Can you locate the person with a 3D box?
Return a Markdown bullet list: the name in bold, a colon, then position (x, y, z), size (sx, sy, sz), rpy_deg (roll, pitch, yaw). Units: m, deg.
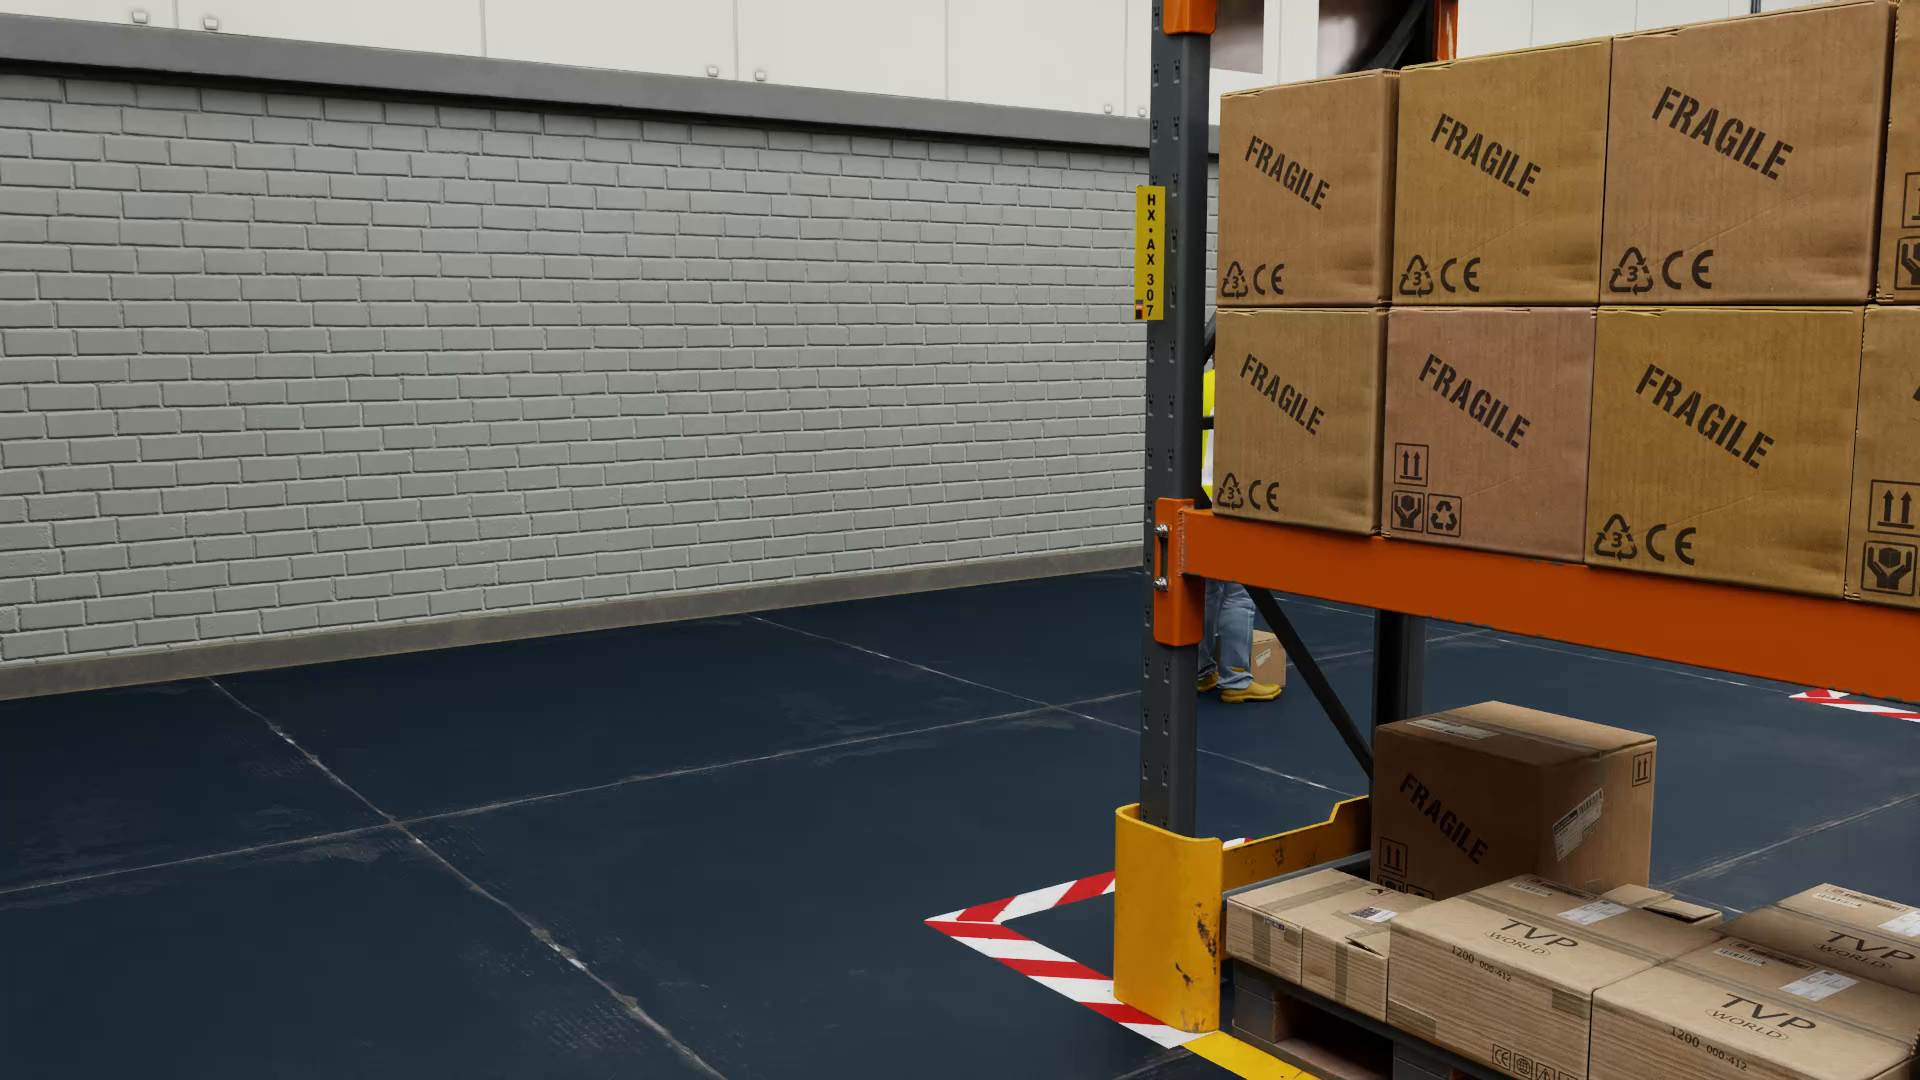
- **person**: position (1.223, -0.143, 7.791), size (0.459, 1.760, 0.628), rpy_deg (-6, 10, -36)
